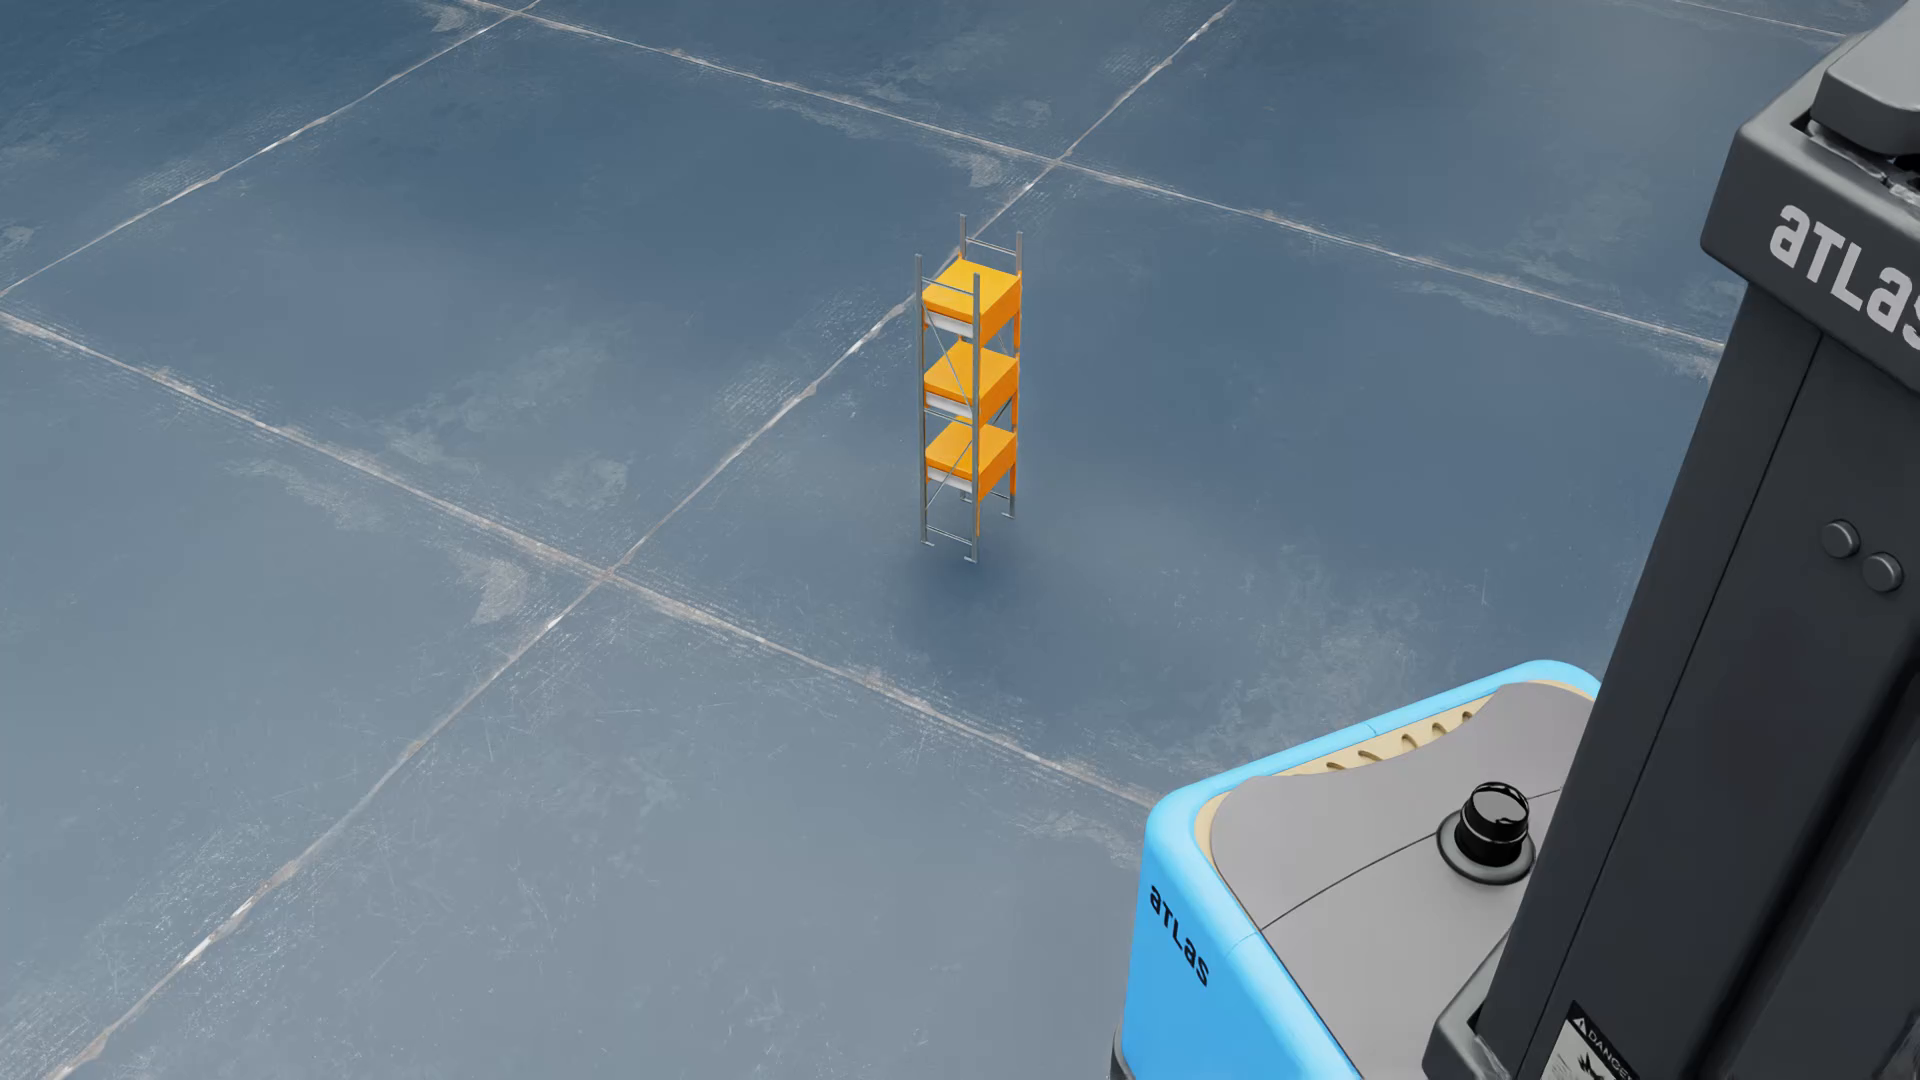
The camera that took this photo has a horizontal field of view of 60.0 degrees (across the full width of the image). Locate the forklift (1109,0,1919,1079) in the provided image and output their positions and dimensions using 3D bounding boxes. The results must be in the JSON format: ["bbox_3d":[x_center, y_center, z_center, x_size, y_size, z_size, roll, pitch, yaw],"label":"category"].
[{"bbox_3d":[1.393,0.948,1.956,1.130,2.935,3.031,-17,44,-18],"label":"forklift"}]

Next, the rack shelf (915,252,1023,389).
[{"bbox_3d":[0.027,-0.630,4.757,0.215,0.259,0.240,21,45,22],"label":"rack shelf"}]

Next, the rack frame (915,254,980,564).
[{"bbox_3d":[-0.034,-0.355,4.859,0.200,1.050,0.008,21,45,22],"label":"rack frame"}]

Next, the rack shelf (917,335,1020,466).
[{"bbox_3d":[0.027,-0.417,4.945,0.215,0.259,0.240,21,45,22],"label":"rack shelf"}]

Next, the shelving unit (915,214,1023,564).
[{"bbox_3d":[0.027,-0.425,4.938,0.215,1.050,0.252,21,45,22],"label":"shelving unit"}]

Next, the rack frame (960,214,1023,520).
[{"bbox_3d":[0.088,-0.494,5.017,0.200,1.050,0.008,21,45,22],"label":"rack frame"}]

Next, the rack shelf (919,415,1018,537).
[{"bbox_3d":[0.027,-0.208,5.128,0.215,0.259,0.240,21,45,22],"label":"rack shelf"}]
